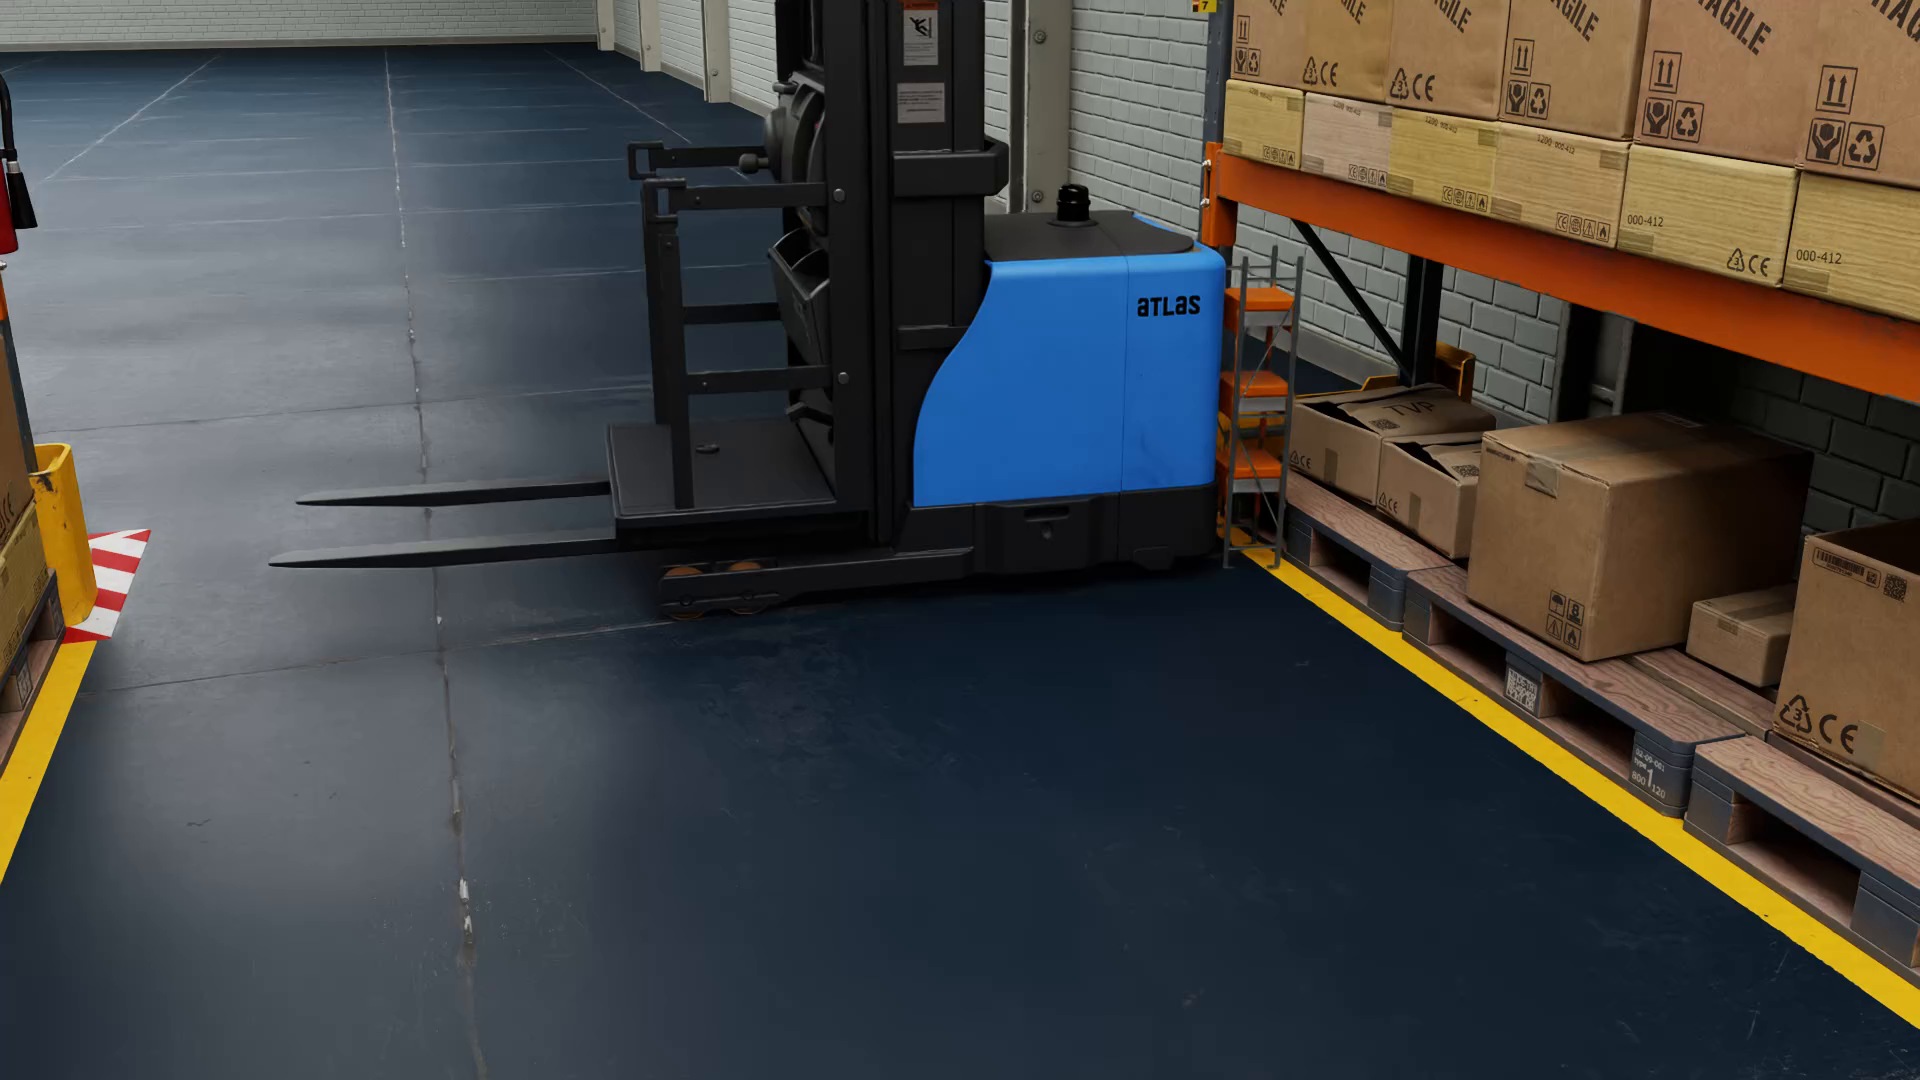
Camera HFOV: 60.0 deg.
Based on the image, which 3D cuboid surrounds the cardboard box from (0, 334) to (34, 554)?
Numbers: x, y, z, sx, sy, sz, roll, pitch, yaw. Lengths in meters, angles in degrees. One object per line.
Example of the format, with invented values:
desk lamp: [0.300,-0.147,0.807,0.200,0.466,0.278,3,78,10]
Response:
cardboard box: [-2.875,-0.246,4.502,0.500,0.500,0.500,-6,21,-17]

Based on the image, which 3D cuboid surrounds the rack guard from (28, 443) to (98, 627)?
rack guard: [-3.333,0.038,5.070,1.175,0.500,0.348,-6,21,-17]

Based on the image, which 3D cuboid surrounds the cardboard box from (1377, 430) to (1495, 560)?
cardboard box: [1.687,-0.185,5.321,0.500,0.311,0.500,-5,20,-13]

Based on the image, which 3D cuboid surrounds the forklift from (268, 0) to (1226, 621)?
forklift: [-0.706,-1.323,5.264,3.031,2.935,1.130,-5,20,-12]

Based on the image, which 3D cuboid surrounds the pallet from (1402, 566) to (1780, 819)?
pallet: [2.001,0.334,4.674,1.003,0.211,1.213,-6,21,-17]

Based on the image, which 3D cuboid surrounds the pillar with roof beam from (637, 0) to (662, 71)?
pillar with roof beam: [-9.213,-11.593,24.880,9.100,9.000,0.400,-6,21,-17]

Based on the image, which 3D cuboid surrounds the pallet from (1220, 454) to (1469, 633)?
pallet: [1.622,-0.057,5.762,1.003,0.211,1.213,-6,21,-17]

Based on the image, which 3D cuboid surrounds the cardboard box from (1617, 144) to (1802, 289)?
cardboard box: [1.875,-0.753,3.769,0.500,0.250,0.500,-7,21,-18]

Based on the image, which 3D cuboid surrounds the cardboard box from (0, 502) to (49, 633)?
cardboard box: [-2.877,0.107,4.628,0.500,0.250,0.500,-6,21,-17]

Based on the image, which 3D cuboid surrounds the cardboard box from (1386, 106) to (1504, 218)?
cardboard box: [1.559,-1.077,4.670,0.500,0.250,0.500,-7,21,-18]

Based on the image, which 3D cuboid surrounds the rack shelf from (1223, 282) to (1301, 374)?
rack shelf: [0.977,-0.702,5.495,0.215,0.259,0.240,-2,18,-9]

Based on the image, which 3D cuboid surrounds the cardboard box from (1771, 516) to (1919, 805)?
cardboard box: [2.269,0.266,3.785,0.500,0.500,0.500,-8,21,-21]

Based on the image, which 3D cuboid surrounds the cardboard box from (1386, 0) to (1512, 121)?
cardboard box: [1.543,-1.438,4.567,0.500,0.500,0.500,-7,21,-19]

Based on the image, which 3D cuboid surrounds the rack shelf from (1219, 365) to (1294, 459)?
rack shelf: [0.973,-0.433,5.583,0.215,0.259,0.240,-2,18,-9]

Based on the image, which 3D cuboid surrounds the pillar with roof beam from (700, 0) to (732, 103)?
pillar with roof beam: [-7.327,-9.667,19.520,9.100,9.000,0.400,-6,21,-17]

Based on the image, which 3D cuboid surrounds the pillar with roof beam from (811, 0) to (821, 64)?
pillar with roof beam: [-5.441,-7.742,14.159,9.100,9.000,0.400,-6,21,-17]

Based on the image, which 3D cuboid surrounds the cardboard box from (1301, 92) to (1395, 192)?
cardboard box: [1.405,-1.241,5.127,0.500,0.250,0.500,-7,21,-19]

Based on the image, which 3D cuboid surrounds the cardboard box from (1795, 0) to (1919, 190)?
cardboard box: [2.029,-0.944,3.192,0.500,0.500,0.500,-7,21,-18]

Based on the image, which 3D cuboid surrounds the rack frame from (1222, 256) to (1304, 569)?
rack frame: [0.992,-0.405,5.465,0.200,1.050,0.008,-2,18,-9]

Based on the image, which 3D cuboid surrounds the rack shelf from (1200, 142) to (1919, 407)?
rack shelf: [2.004,-0.678,4.430,1.077,0.370,4.000,-6,21,-17]

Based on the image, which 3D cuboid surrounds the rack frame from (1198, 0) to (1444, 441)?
rack frame: [1.376,-1.658,6.095,1.000,3.000,0.127,-6,21,-17]

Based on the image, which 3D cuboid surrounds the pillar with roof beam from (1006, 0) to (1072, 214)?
pillar with roof beam: [-3.556,-5.817,8.798,9.100,9.000,0.400,-6,21,-17]

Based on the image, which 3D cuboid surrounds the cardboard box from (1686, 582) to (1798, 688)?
cardboard box: [2.149,0.245,4.364,0.380,0.149,0.250,-8,21,-22]

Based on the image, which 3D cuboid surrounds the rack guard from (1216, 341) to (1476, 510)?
rack guard: [1.400,-0.457,6.450,1.175,0.500,0.348,-6,21,-17]

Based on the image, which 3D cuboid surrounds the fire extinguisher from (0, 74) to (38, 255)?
fire extinguisher: [-2.922,-1.181,4.882,0.296,0.674,0.183,-6,21,-17]

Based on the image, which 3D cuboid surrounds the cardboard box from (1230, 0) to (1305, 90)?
cardboard box: [1.241,-1.765,5.475,0.500,0.500,0.500,-6,21,-17]

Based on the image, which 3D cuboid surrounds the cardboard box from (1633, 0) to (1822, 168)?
cardboard box: [1.881,-1.107,3.645,0.500,0.500,0.500,-7,21,-19]

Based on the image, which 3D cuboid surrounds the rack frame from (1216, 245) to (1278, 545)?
rack frame: [0.954,-0.480,5.694,0.200,1.050,0.008,-2,18,-9]

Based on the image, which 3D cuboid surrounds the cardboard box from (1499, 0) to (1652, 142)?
cardboard box: [1.716,-1.274,4.109,0.500,0.500,0.500,-6,21,-16]

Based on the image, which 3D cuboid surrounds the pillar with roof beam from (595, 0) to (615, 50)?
pillar with roof beam: [-11.099,-13.518,30.241,9.100,9.000,0.400,-6,21,-17]

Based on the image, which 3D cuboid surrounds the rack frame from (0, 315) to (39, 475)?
rack frame: [-3.326,-1.130,4.626,1.000,3.000,0.127,-6,21,-17]

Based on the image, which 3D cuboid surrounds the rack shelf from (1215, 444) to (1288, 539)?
rack shelf: [0.969,-0.168,5.669,0.215,0.259,0.240,-2,18,-9]

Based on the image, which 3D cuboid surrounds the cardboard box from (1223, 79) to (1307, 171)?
cardboard box: [1.228,-1.406,5.587,0.500,0.250,0.500,-7,21,-19]

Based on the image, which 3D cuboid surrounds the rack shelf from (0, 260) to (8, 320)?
rack shelf: [-2.697,-0.150,2.961,1.077,0.370,4.000,-6,21,-17]

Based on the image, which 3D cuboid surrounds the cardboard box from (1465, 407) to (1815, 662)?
cardboard box: [1.870,-0.033,4.619,0.700,0.500,0.500,-8,21,-21]

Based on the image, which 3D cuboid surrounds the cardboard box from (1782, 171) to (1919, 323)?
cardboard box: [2.048,-0.594,3.324,0.500,0.250,0.500,-6,21,-17]

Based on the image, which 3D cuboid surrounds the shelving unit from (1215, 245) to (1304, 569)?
shelving unit: [0.973,-0.443,5.580,0.215,1.050,0.252,-2,18,-9]

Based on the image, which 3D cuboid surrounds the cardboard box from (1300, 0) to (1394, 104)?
cardboard box: [1.386,-1.605,5.030,0.500,0.500,0.500,-6,21,-17]

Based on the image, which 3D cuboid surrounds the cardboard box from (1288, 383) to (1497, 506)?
cardboard box: [1.508,-0.368,5.830,0.500,0.311,0.500,-9,22,-23]

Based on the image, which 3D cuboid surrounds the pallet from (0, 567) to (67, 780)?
pallet: [-3.045,0.423,4.427,1.003,0.211,1.213,-6,21,-17]

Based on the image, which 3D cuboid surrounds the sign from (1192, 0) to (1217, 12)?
sign: [0.861,-2.008,5.788,0.100,0.325,0.005,-6,21,-17]

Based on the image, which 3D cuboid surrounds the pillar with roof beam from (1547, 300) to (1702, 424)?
pillar with roof beam: [-1.670,-3.891,3.438,9.100,9.000,0.400,-6,21,-17]

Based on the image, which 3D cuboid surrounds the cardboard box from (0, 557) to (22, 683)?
cardboard box: [-2.708,0.266,4.185,0.500,0.250,0.500,-6,21,-17]

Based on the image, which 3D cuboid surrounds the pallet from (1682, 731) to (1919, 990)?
pallet: [2.388,0.726,3.582,1.003,0.211,1.213,-6,21,-17]

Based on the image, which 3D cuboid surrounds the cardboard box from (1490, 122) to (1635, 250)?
cardboard box: [1.716,-0.915,4.218,0.500,0.250,0.500,-6,21,-17]
